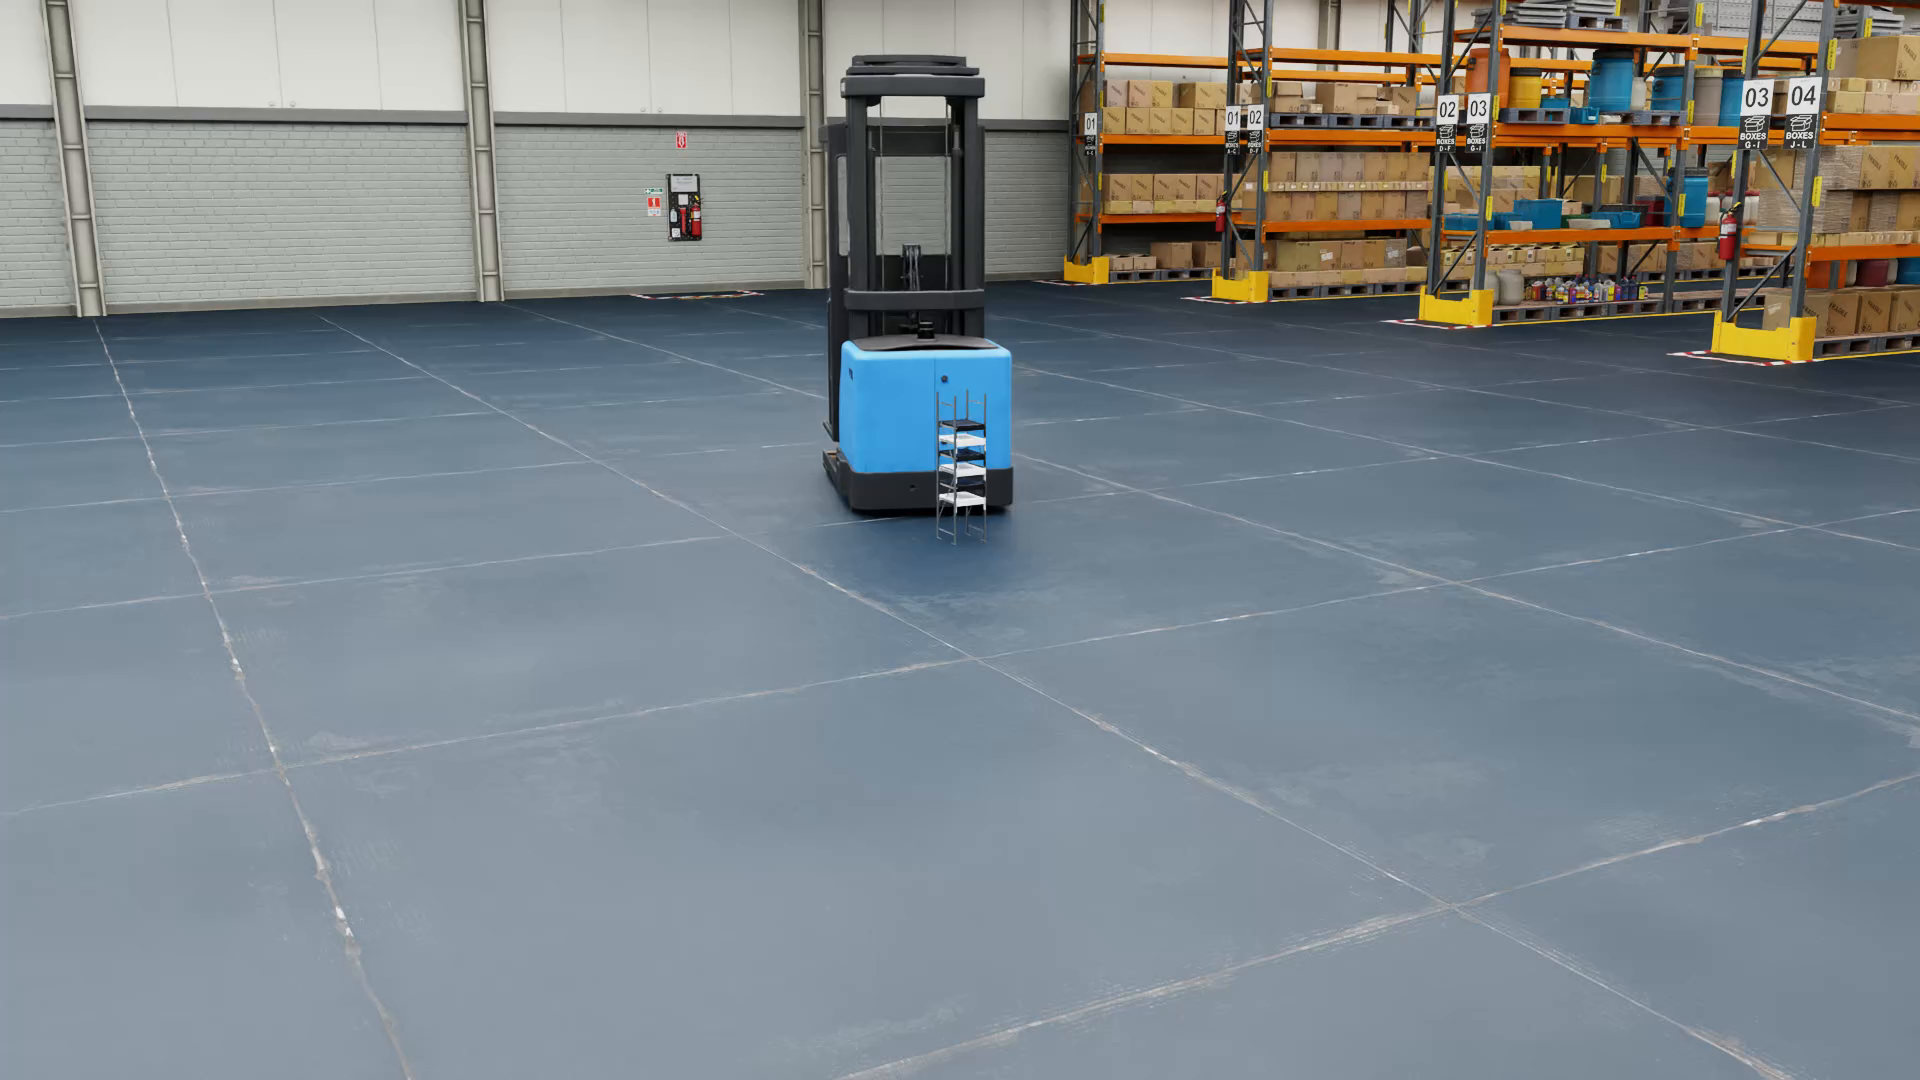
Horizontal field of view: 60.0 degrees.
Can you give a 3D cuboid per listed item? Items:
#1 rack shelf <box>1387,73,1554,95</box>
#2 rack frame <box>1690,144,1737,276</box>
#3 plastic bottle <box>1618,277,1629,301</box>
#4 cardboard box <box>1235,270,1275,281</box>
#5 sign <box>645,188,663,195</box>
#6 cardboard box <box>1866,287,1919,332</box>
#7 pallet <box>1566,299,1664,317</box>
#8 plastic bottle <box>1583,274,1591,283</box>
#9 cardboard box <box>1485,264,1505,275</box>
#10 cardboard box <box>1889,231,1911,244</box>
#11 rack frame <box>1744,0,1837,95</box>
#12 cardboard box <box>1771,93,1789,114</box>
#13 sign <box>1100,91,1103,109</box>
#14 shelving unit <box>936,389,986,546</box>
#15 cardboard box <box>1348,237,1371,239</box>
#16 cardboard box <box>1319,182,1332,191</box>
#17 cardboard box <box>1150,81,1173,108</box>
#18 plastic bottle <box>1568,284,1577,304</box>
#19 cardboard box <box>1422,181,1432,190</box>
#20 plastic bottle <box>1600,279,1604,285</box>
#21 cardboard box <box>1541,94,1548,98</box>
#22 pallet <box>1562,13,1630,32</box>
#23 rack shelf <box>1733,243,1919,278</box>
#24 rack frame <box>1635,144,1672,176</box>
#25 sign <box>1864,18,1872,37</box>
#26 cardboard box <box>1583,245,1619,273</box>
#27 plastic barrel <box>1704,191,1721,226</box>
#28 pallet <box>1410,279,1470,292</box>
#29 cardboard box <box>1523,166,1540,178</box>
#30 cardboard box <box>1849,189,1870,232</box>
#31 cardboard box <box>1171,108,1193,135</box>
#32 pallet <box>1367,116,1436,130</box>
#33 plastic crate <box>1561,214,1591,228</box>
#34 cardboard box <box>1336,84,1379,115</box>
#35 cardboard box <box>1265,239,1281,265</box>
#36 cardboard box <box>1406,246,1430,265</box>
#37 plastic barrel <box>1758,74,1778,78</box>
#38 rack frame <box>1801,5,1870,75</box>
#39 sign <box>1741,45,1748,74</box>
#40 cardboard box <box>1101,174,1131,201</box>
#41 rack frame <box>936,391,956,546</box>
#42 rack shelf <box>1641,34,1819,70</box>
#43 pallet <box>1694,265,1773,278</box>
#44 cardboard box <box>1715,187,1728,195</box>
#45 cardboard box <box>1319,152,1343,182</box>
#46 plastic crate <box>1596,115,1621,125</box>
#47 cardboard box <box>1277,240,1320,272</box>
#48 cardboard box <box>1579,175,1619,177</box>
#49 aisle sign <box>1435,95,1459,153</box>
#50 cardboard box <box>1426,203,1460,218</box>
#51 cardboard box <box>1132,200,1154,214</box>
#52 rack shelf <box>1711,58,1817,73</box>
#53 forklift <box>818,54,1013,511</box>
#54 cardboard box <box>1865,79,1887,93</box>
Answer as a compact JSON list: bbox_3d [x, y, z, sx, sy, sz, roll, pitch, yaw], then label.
[{"bbox_3d":[11.185,-9.961,36.425,4.000,0.370,1.077,-7,14,-28],"label":"rack shelf"},{"bbox_3d":[15.317,-6.837,33.655,0.127,3.000,1.000,-7,14,-28],"label":"rack frame"},{"bbox_3d":[10.070,-3.819,25.277,0.185,0.351,0.144,-8,15,-31],"label":"plastic bottle"},{"bbox_3d":[5.113,-4.551,28.805,0.500,0.250,0.500,-7,14,-28],"label":"cardboard box"},{"bbox_3d":[-5.373,-6.121,29.189,0.331,0.109,0.001,-7,14,-28],"label":"sign"},{"bbox_3d":[11.662,-2.894,20.875,0.500,0.500,0.500,-8,15,-33],"label":"cardboard box"},{"bbox_3d":[10.056,-3.617,25.700,1.213,0.211,1.003,-7,14,-28],"label":"pallet"},{"bbox_3d":[9.758,-3.957,25.893,0.185,0.351,0.144,-6,14,-26],"label":"plastic bottle"},{"bbox_3d":[9.671,-4.962,30.630,0.500,0.250,0.500,-7,15,-30],"label":"cardboard box"},{"bbox_3d":[11.255,-3.665,20.136,0.250,0.149,0.380,-7,14,-28],"label":"cardboard box"},{"bbox_3d":[9.528,-6.592,18.903,0.127,3.000,1.000,-7,14,-28],"label":"rack frame"},{"bbox_3d":[9.829,-5.155,19.691,0.500,0.250,0.500,-6,14,-27],"label":"cardboard box"},{"bbox_3d":[2.668,-8.314,31.396,0.005,0.325,0.100,-7,14,-28],"label":"sign"},{"bbox_3d":[0.007,-0.440,10.014,0.210,0.900,0.258,-7,14,-28],"label":"shelving unit"},{"bbox_3d":[7.303,-5.182,29.900,0.500,0.500,0.500,-7,14,-28],"label":"cardboard box"},{"bbox_3d":[6.137,-6.048,28.447,0.250,0.149,0.380,-7,15,-30],"label":"cardboard box"},{"bbox_3d":[3.771,-8.631,32.246,0.500,0.500,0.500,-6,14,-26],"label":"cardboard box"},{"bbox_3d":[9.102,-3.660,24.723,0.133,0.283,0.061,-7,14,-27],"label":"plastic bottle"},{"bbox_3d":[8.159,-6.290,29.523,0.250,0.149,0.380,-7,14,-28],"label":"cardboard box"},{"bbox_3d":[9.956,-3.921,25.883,0.133,0.283,0.061,-7,14,-28],"label":"plastic bottle"},{"bbox_3d":[13.442,-9.919,37.970,0.500,0.500,0.500,-7,14,-28],"label":"cardboard box"},{"bbox_3d":[8.883,-7.458,24.095,1.213,0.211,1.003,-7,14,-28],"label":"pallet"},{"bbox_3d":[11.283,-3.524,20.575,4.000,0.370,1.077,-7,14,-28],"label":"rack shelf"},{"bbox_3d":[16.451,-8.212,39.765,0.127,3.000,1.000,-7,14,-28],"label":"rack frame"},{"bbox_3d":[14.446,-8.125,26.451,0.005,0.325,0.100,-7,14,-28],"label":"sign"},{"bbox_3d":[12.343,-5.404,31.980,0.500,0.500,0.500,-6,14,-25],"label":"cardboard box"},{"bbox_3d":[11.610,-5.165,25.917,0.433,0.535,0.433,0,13,0],"label":"plastic barrel"},{"bbox_3d":[8.923,-4.720,30.600,1.213,0.211,1.003,-7,14,-28],"label":"pallet"},{"bbox_3d":[12.653,-8.262,37.330,0.500,0.250,0.500,-6,14,-26],"label":"cardboard box"},{"bbox_3d":[10.405,-3.987,20.088,0.500,0.500,0.875,-7,14,-28],"label":"cardboard box"},{"bbox_3d":[4.223,-8.203,32.621,0.500,0.500,0.500,-6,14,-24],"label":"cardboard box"},{"bbox_3d":[7.559,-7.320,29.175,1.213,0.211,1.003,-7,14,-28],"label":"pallet"},{"bbox_3d":[9.339,-4.848,25.303,0.662,0.188,0.450,-7,14,-28],"label":"plastic crate"},{"bbox_3d":[6.789,-7.633,28.852,0.637,0.503,0.797,-5,14,-22],"label":"cardboard box"},{"bbox_3d":[6.556,-6.025,34.740,0.500,0.500,0.700,-6,14,-26],"label":"cardboard box"},{"bbox_3d":[8.513,-5.230,30.545,0.500,0.311,0.500,-7,14,-28],"label":"cardboard box"},{"bbox_3d":[12.777,-7.020,26.662,0.708,0.830,0.600,-7,14,-28],"label":"plastic barrel"},{"bbox_3d":[14.176,-8.388,26.884,0.127,3.000,1.000,-7,14,-28],"label":"rack frame"},{"bbox_3d":[9.279,-5.669,19.619,0.005,0.325,0.100,-7,14,-28],"label":"sign"},{"bbox_3d":[2.970,-6.823,32.184,0.500,0.500,0.500,-7,14,-28],"label":"cardboard box"},{"bbox_3d":[-0.082,-0.429,9.967,0.006,0.900,0.240,-7,14,-28],"label":"rack frame"},{"bbox_3d":[12.421,-7.631,26.072,4.000,0.370,1.077,-7,14,-28],"label":"rack shelf"},{"bbox_3d":[15.920,-5.548,34.282,1.213,0.211,1.003,-7,14,-28],"label":"pallet"},{"bbox_3d":[15.633,-6.987,34.098,0.500,0.500,0.500,-7,14,-27],"label":"cardboard box"},{"bbox_3d":[6.148,-6.418,28.611,0.500,0.500,0.700,-7,14,-28],"label":"cardboard box"},{"bbox_3d":[9.450,-6.128,24.276,0.396,0.136,0.243,-7,14,-28],"label":"plastic crate"},{"bbox_3d":[5.799,-4.870,28.515,0.500,0.500,0.500,-7,14,-28],"label":"cardboard box"},{"bbox_3d":[14.701,-8.145,38.787,0.700,0.700,0.980,-8,15,-31],"label":"cardboard box"},{"bbox_3d":[6.949,-5.937,23.738,0.004,0.787,0.394,-7,14,-28],"label":"aisle sign"},{"bbox_3d":[8.706,-5.982,30.200,0.500,0.250,0.500,-6,14,-24],"label":"cardboard box"},{"bbox_3d":[3.437,-6.513,32.512,0.500,0.250,0.500,-7,15,-30],"label":"cardboard box"},{"bbox_3d":[17.072,-9.621,34.011,4.000,0.370,1.077,-7,14,-28],"label":"rack shelf"},{"bbox_3d":[-0.412,-1.895,11.852,1.130,2.935,3.031,-2,13,-10],"label":"forklift"},{"bbox_3d":[10.590,-5.308,19.464,0.250,0.149,0.380,-6,14,-26],"label":"cardboard box"}]
